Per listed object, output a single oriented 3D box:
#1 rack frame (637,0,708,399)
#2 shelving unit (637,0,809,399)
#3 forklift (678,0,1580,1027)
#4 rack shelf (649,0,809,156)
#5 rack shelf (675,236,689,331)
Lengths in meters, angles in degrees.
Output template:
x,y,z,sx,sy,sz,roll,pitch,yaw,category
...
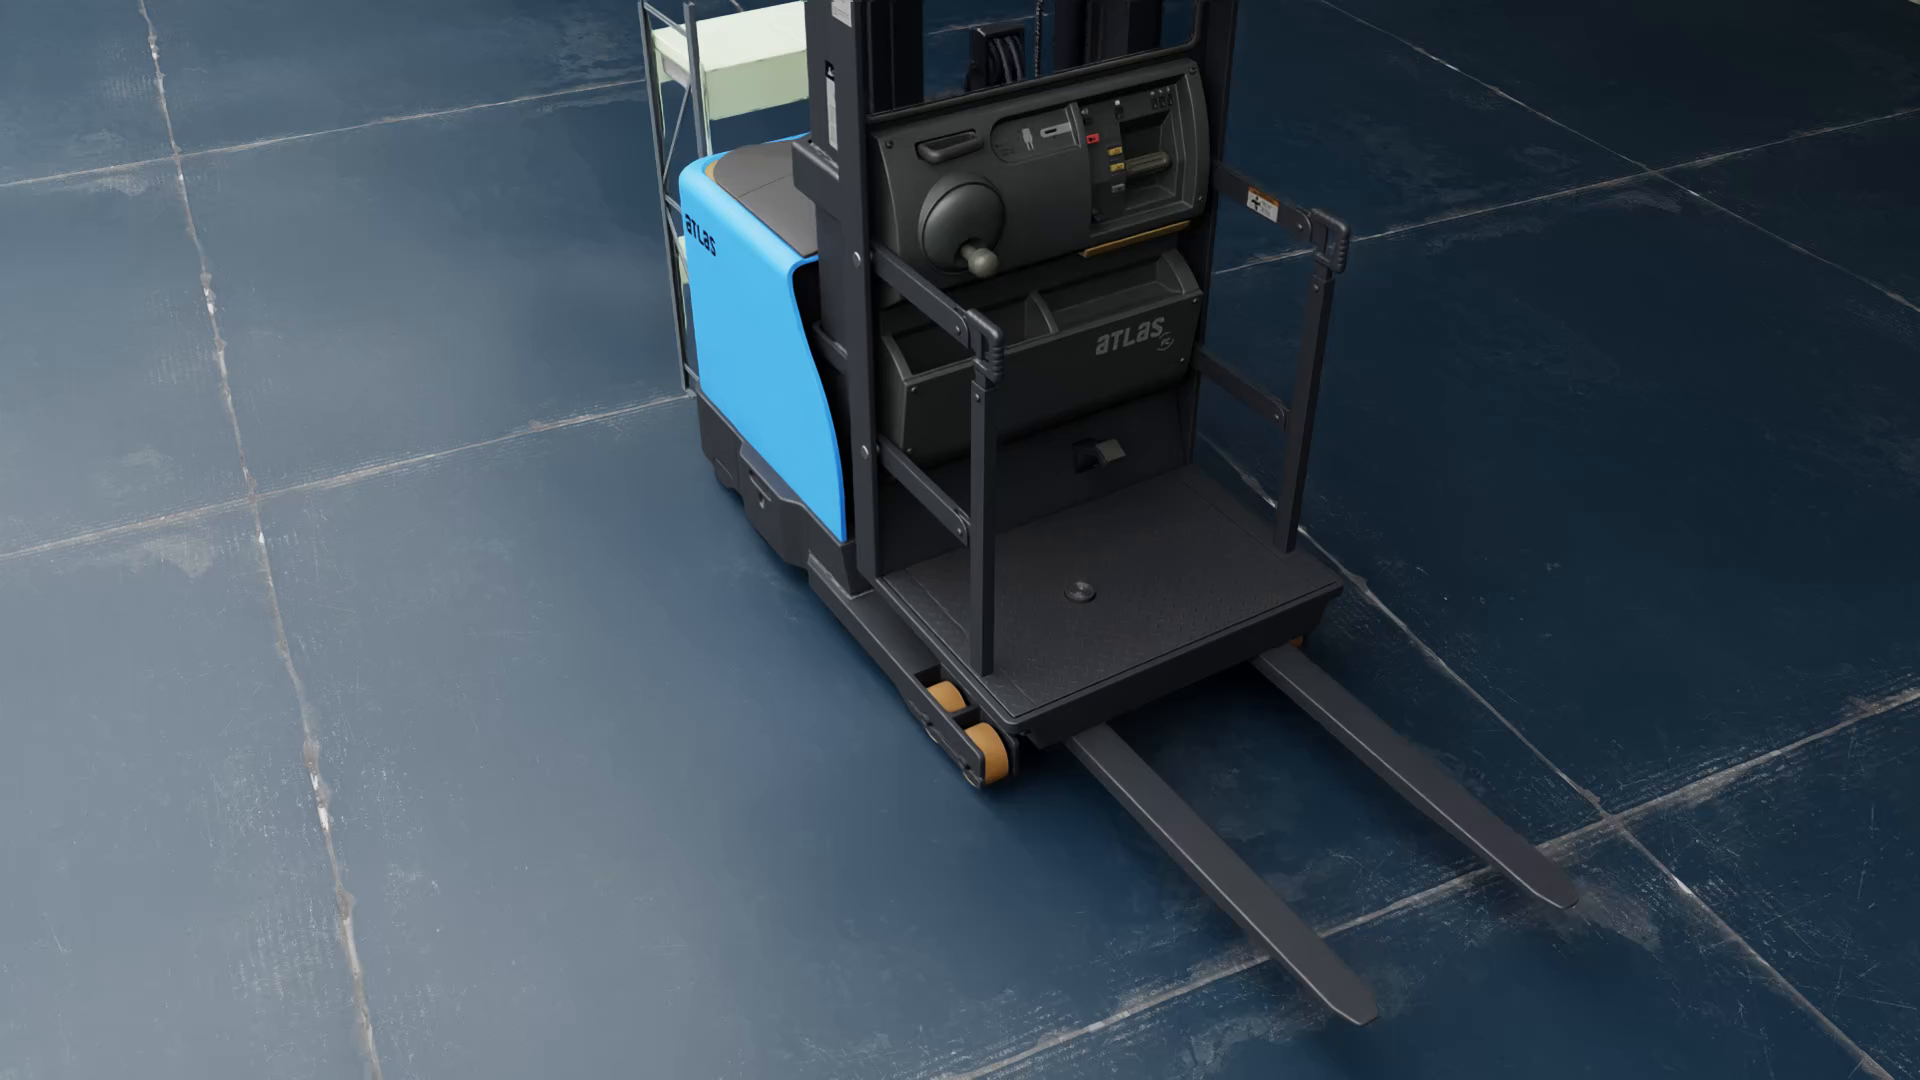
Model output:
x,y,z,sx,sy,sz,roll,pitch,yaw,category
-0.885,-1.051,5.407,0.023,1.500,0.400,-20,41,-25,rack frame
-0.575,-1.166,5.563,0.755,1.500,0.431,-20,41,-25,shelving unit
0.337,-0.848,3.933,1.130,2.935,3.031,-20,41,-25,forklift
-0.575,-1.480,5.331,0.720,0.370,0.431,-20,41,-25,rack shelf
-0.575,-0.904,5.757,0.720,0.370,0.431,-20,41,-25,rack shelf
